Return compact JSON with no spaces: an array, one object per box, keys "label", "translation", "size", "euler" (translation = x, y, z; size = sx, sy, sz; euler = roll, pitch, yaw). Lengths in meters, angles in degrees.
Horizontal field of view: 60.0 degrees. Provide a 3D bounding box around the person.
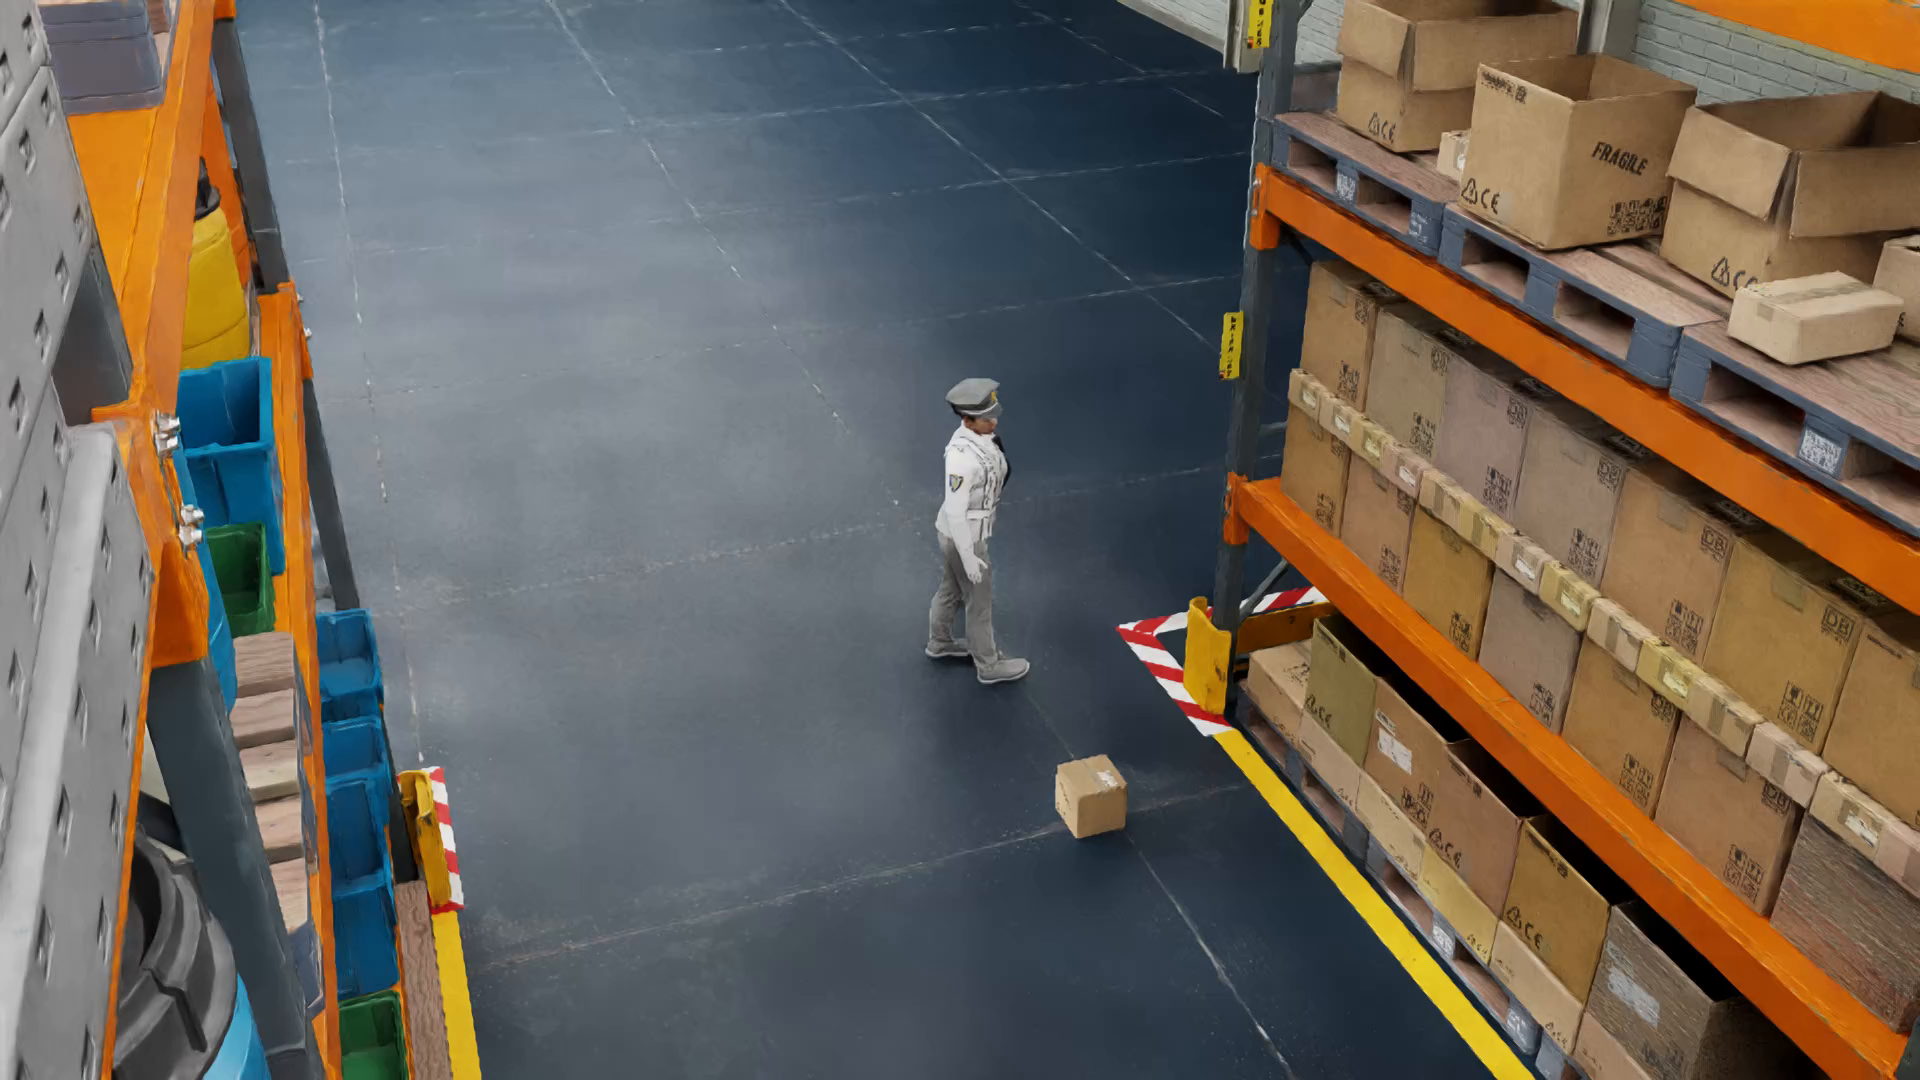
[{"label":"person","translation":[0.081,-0.024,8.359],"size":[0.565,1.669,0.575],"euler":[4,30,7]}]
